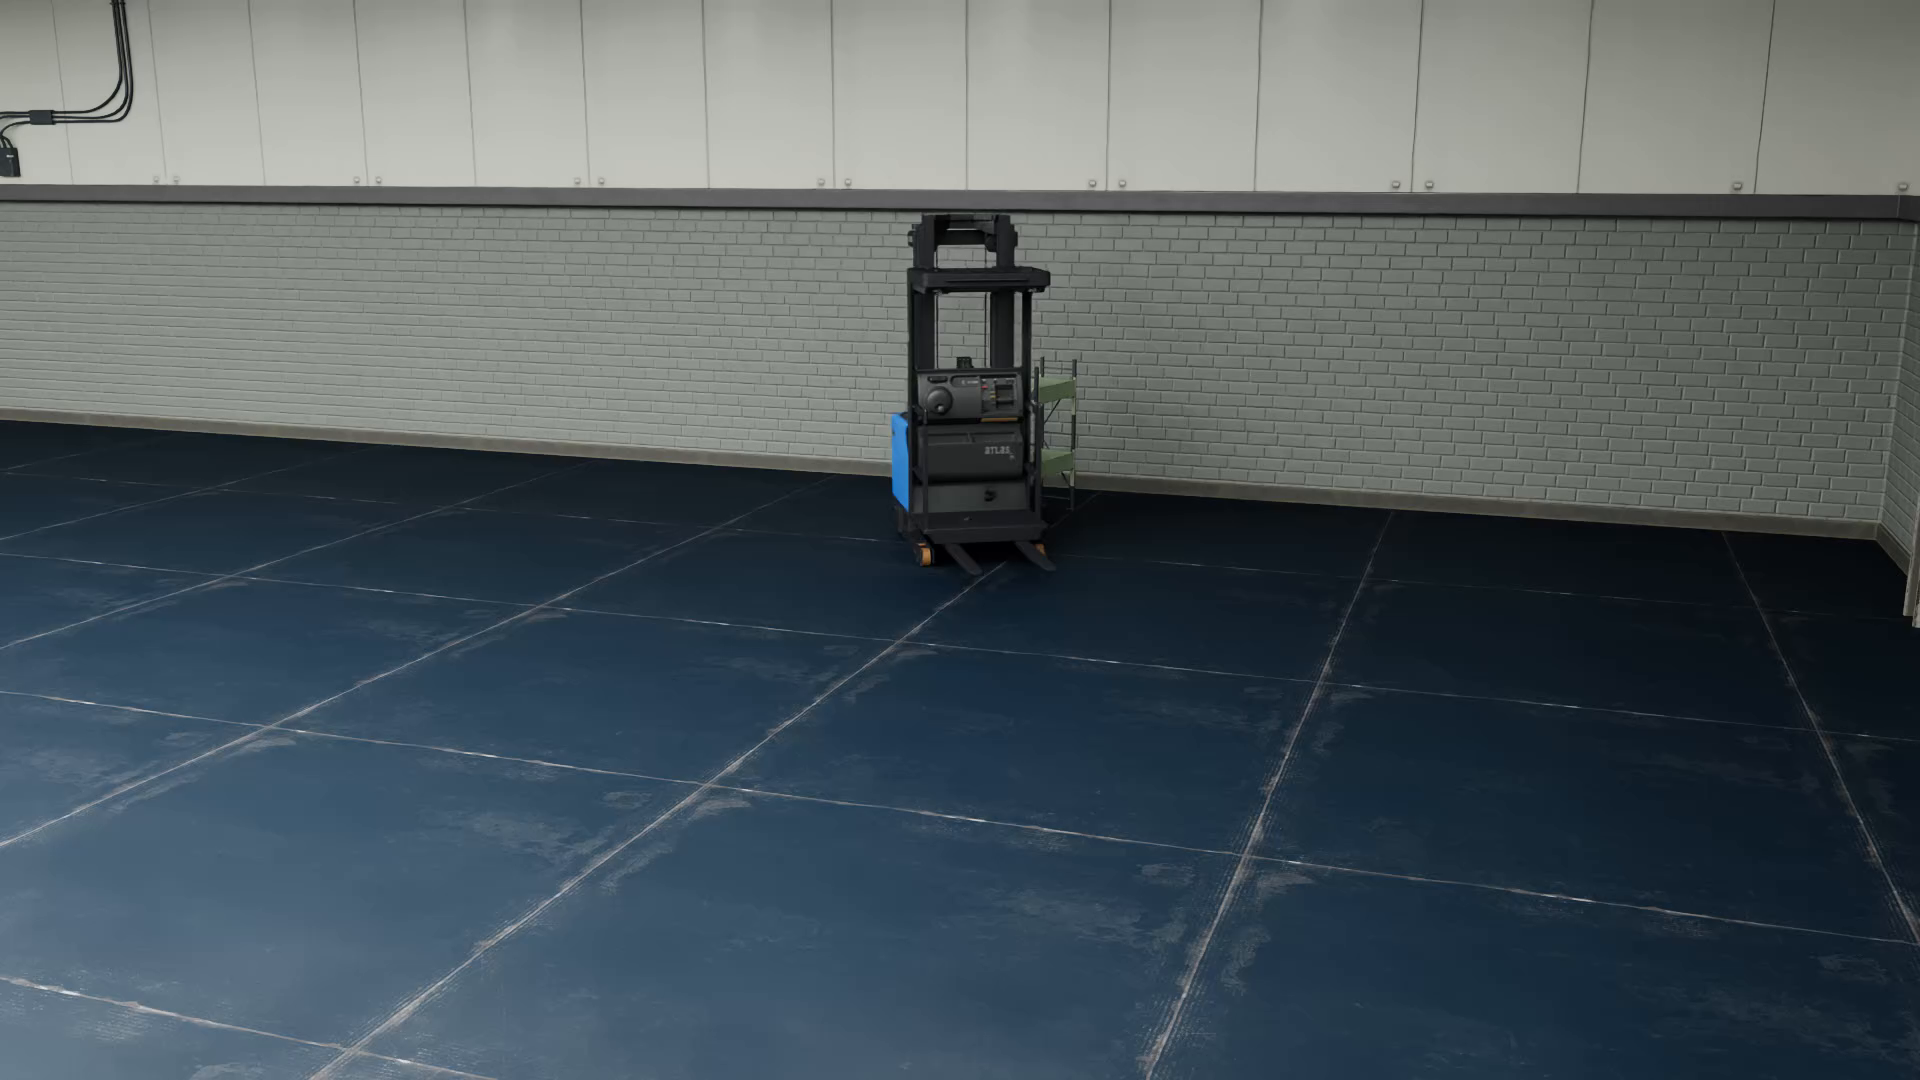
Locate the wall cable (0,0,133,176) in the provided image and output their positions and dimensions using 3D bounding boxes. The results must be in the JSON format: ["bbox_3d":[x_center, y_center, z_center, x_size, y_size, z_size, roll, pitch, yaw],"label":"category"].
[{"bbox_3d":[-11.300,-7.533,20.388,2.305,6.003,0.169,4,14,18],"label":"wall cable"}]

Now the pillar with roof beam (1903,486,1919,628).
[{"bbox_3d":[3.250,-4.079,12.897,9.100,9.000,0.400,4,14,18],"label":"pillar with roof beam"}]

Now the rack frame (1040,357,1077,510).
[{"bbox_3d":[0.967,-1.058,16.514,0.400,1.500,0.023,8,15,32],"label":"rack frame"}]

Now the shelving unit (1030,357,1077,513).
[{"bbox_3d":[0.767,-0.989,16.214,0.431,1.500,0.755,8,15,32],"label":"shelving unit"}]

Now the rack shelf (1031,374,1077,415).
[{"bbox_3d":[0.767,-1.370,16.127,0.431,0.370,0.720,8,15,32],"label":"rack shelf"}]

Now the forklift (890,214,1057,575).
[{"bbox_3d":[0.135,-1.288,14.308,1.130,2.935,3.031,-3,13,-11],"label":"forklift"}]

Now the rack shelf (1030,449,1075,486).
[{"bbox_3d":[0.767,-0.672,16.287,0.431,0.370,0.720,8,15,32],"label":"rack shelf"}]

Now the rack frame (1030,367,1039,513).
[{"bbox_3d":[0.568,-0.921,15.915,0.400,1.500,0.023,8,15,32],"label":"rack frame"}]
